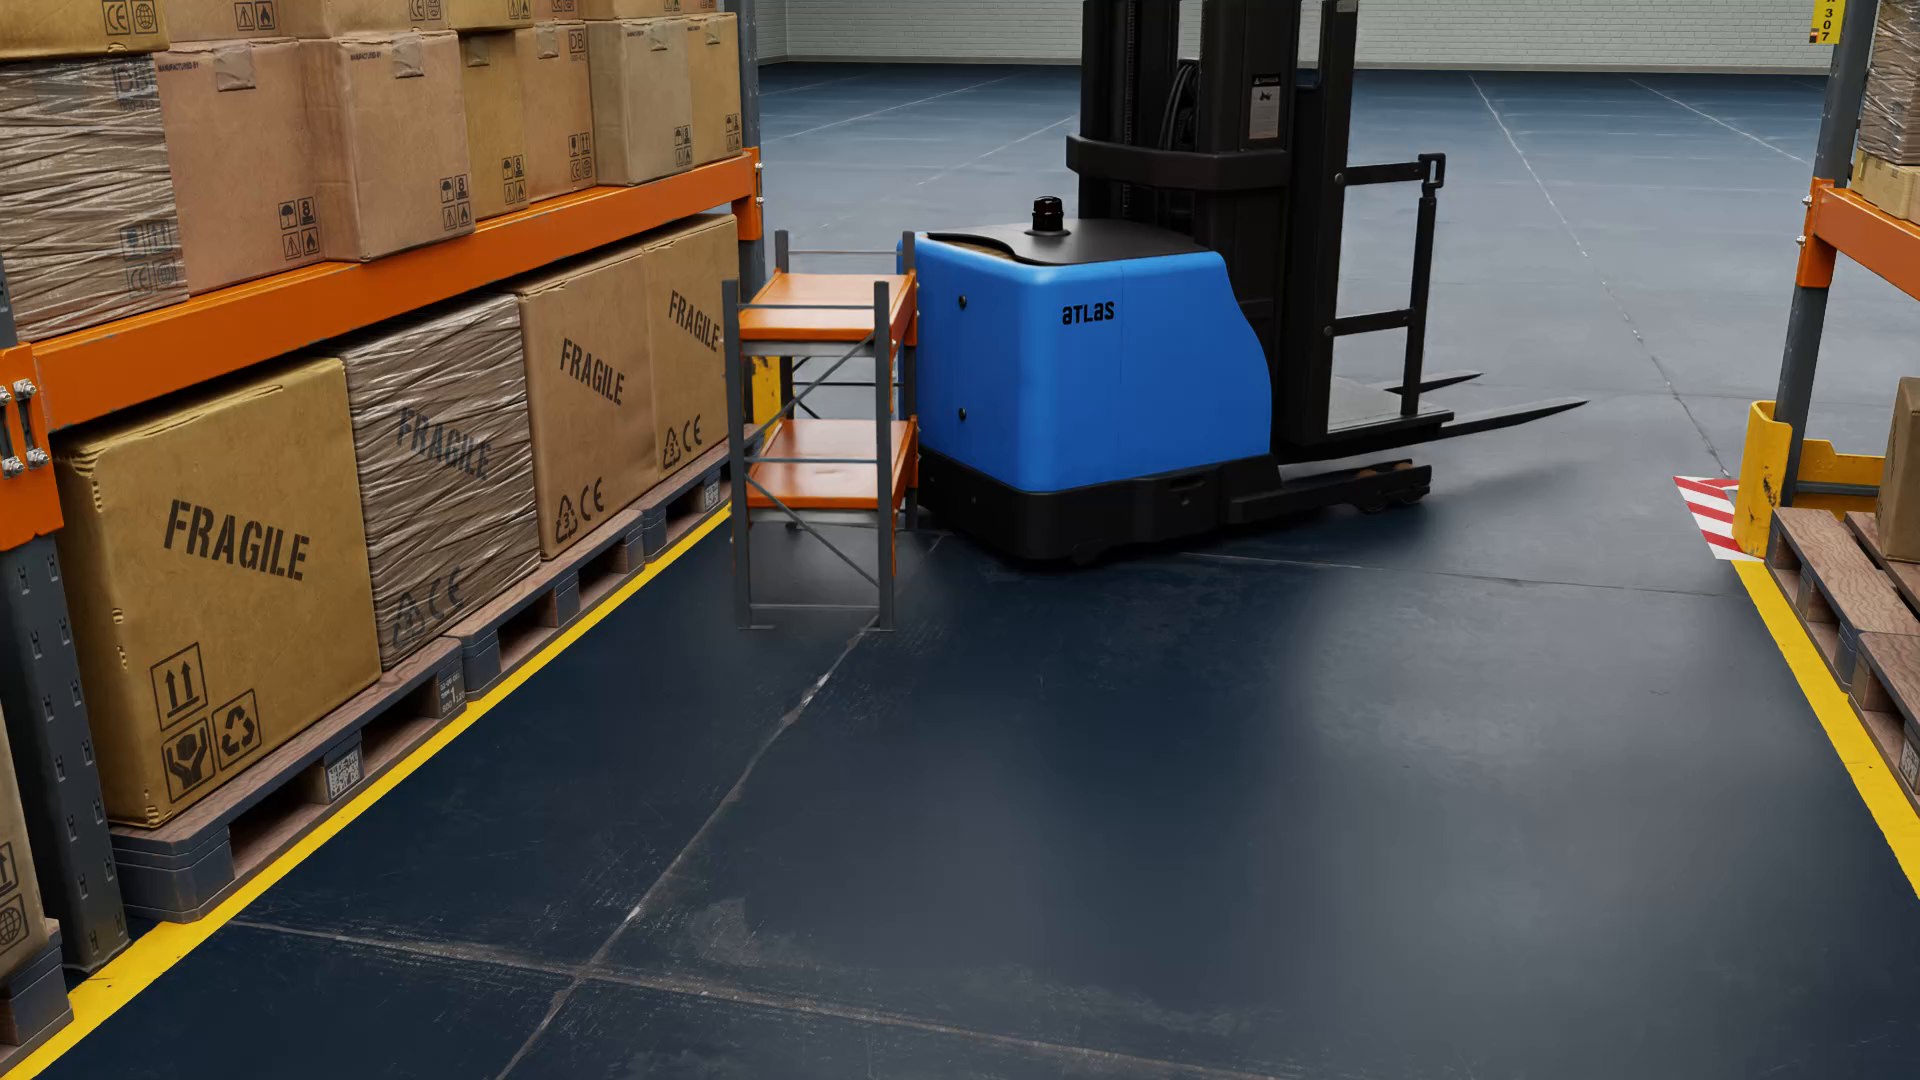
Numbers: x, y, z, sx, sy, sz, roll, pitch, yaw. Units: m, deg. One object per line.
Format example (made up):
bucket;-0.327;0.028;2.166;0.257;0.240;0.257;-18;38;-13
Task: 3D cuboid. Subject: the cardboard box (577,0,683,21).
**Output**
cardboard box;-1.493;-2.102;5.797;0.875;0.550;0.550;5;19;13

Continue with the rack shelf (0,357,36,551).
rack shelf;-2.786;0.408;1.464;1.077;0.370;4.000;5;19;13

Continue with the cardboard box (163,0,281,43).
cardboard box;-2.152;-1.435;3.847;0.875;0.550;0.550;5;19;13

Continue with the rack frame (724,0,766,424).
rack frame;-1.320;-1.813;6.854;1.000;3.000;0.127;5;19;13

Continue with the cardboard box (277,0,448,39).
cardboard box;-1.887;-1.594;4.310;0.875;0.550;0.550;5;19;13

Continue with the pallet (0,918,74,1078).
pallet;-2.412;1.008;2.908;1.003;0.211;1.213;5;19;13

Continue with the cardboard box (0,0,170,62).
cardboard box;-2.173;-1.254;3.315;0.875;0.550;0.550;5;19;13

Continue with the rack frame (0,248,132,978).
rack frame;-2.297;-0.559;3.183;1.000;3.000;0.127;5;19;13

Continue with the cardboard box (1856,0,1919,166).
cardboard box;3.304;-1.407;5.052;0.875;0.500;0.500;5;19;13

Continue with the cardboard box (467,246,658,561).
cardboard box;-1.634;-0.512;5.684;0.875;0.875;0.875;4;19;13

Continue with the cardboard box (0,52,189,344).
cardboard box;-2.218;-0.746;3.500;0.875;0.550;0.550;5;19;13

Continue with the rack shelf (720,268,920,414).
rack shelf;-0.437;-0.684;5.545;0.538;0.278;1.000;1;19;3

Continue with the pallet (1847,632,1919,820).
pallet;2.914;0.587;4.142;1.003;0.211;1.213;5;19;13

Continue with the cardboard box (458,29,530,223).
cardboard box;-1.828;-1.255;4.988;0.875;0.550;0.500;5;19;13

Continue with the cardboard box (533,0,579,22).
cardboard box;-1.761;-1.937;5.315;0.875;0.550;0.550;5;19;13

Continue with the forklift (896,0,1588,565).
forklift;1.278;-1.630;6.426;3.031;2.935;1.130;-11;22;-29

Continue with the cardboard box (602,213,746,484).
cardboard box;-1.421;-0.788;6.492;0.875;0.875;0.875;5;19;14

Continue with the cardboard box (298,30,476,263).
cardboard box;-1.860;-1.081;4.478;0.875;0.550;0.550;5;19;13

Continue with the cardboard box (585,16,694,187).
cardboard box;-1.480;-1.590;5.969;0.875;0.550;0.550;5;19;13

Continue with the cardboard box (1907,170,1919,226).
cardboard box;2.968;-0.966;4.763;0.380;0.149;0.250;5;19;13

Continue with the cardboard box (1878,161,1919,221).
cardboard box;3.009;-1.046;4.997;0.380;0.149;0.250;5;19;13

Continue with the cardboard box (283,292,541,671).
cardboard box;-1.859;-0.227;4.848;0.875;0.875;0.875;5;19;14

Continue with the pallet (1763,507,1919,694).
pallet;3.214;0.206;5.258;1.003;0.211;1.213;5;19;13

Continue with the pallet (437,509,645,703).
pallet;-1.739;0.145;5.437;1.003;0.211;1.213;5;19;13

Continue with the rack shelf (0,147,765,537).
rack shelf;-1.808;-0.845;5.135;1.077;0.370;4.000;5;19;13

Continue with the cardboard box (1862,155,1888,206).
cardboard box;3.085;-1.123;5.223;0.380;0.149;0.250;5;19;13

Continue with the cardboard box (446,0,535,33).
cardboard box;-1.765;-1.761;4.798;0.875;0.550;0.500;5;19;13

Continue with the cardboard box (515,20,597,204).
cardboard box;-1.738;-1.424;5.484;0.875;0.550;0.550;5;19;13

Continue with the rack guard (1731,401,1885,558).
rack guard;3.447;-0.183;5.948;1.175;0.500;0.348;5;19;13

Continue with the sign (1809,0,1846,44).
sign;2.939;-1.842;5.600;0.100;0.325;0.005;5;19;13

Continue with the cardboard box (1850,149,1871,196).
cardboard box;3.165;-1.200;5.448;0.380;0.149;0.250;5;19;13

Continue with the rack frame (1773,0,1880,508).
rack frame;3.465;-1.389;5.614;1.000;3.000;0.127;5;19;13

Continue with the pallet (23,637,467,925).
pallet;-2.035;0.529;4.314;1.003;0.211;1.213;5;19;13

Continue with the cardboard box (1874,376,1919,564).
cardboard box;3.297;-0.211;5.381;0.500;0.500;0.500;9;21;23

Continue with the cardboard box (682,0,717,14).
cardboard box;-1.448;-2.281;6.323;0.875;0.550;0.550;5;19;13

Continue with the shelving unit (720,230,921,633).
shelving unit;-0.437;-0.407;5.640;0.538;1.125;1.048;1;19;3

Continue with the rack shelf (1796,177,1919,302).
rack shelf;2.977;-0.422;3.895;1.077;0.370;4.000;5;19;13

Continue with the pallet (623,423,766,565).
pallet;-1.439;-0.236;6.553;1.003;0.211;1.213;5;19;13

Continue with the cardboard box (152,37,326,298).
cardboard box;-2.106;-0.921;4.010;0.875;0.550;0.550;5;19;13

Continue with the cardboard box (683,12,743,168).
cardboard box;-1.366;-1.764;6.479;0.875;0.550;0.550;5;19;13

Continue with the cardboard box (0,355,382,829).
cardboard box;-2.075;0.056;4.020;0.875;0.875;0.875;5;19;14

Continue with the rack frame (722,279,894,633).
rack frame;-0.463;-0.243;5.159;0.500;1.125;0.032;1;19;3

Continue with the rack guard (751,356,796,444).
rack guard;-1.314;-0.637;7.280;1.175;0.500;0.348;5;19;13

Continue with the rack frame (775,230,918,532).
rack frame;-0.412;-0.571;6.120;0.500;1.125;0.032;1;19;3

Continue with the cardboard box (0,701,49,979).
cardboard box;-2.361;0.509;2.888;1.050;0.750;0.750;5;19;13

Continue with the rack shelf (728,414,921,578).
rack shelf;-0.437;-0.176;5.719;0.538;0.278;1.000;1;19;3
